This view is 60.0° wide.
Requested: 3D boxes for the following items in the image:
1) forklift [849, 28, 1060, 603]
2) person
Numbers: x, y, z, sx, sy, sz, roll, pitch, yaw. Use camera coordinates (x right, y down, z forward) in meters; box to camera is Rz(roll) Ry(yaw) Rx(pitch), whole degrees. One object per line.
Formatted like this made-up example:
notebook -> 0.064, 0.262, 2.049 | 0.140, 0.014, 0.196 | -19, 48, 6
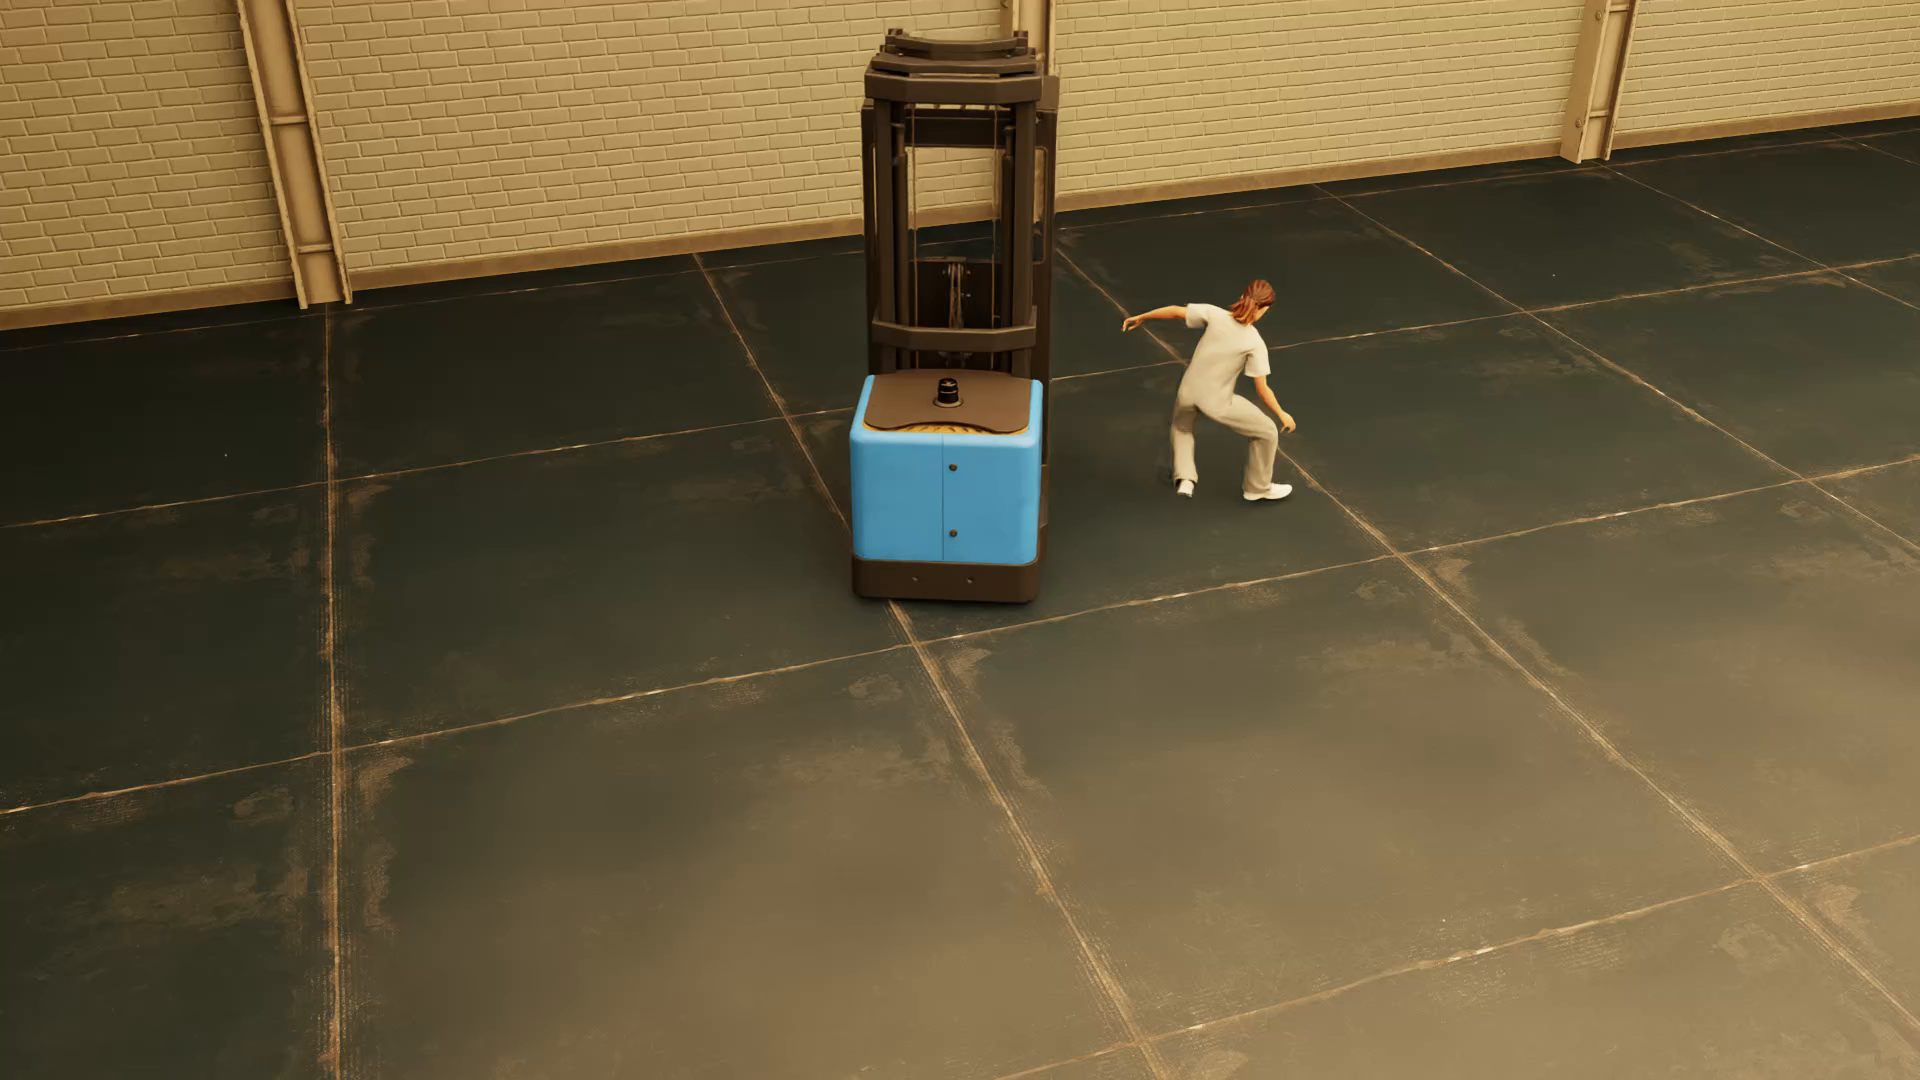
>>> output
forklift -> 0.013, -1.626, 9.914 | 1.130, 2.935, 3.031 | 2, 30, 3
person -> 1.516, -0.897, 10.136 | 1.063, 1.448, 0.705 | 23, 37, 34
